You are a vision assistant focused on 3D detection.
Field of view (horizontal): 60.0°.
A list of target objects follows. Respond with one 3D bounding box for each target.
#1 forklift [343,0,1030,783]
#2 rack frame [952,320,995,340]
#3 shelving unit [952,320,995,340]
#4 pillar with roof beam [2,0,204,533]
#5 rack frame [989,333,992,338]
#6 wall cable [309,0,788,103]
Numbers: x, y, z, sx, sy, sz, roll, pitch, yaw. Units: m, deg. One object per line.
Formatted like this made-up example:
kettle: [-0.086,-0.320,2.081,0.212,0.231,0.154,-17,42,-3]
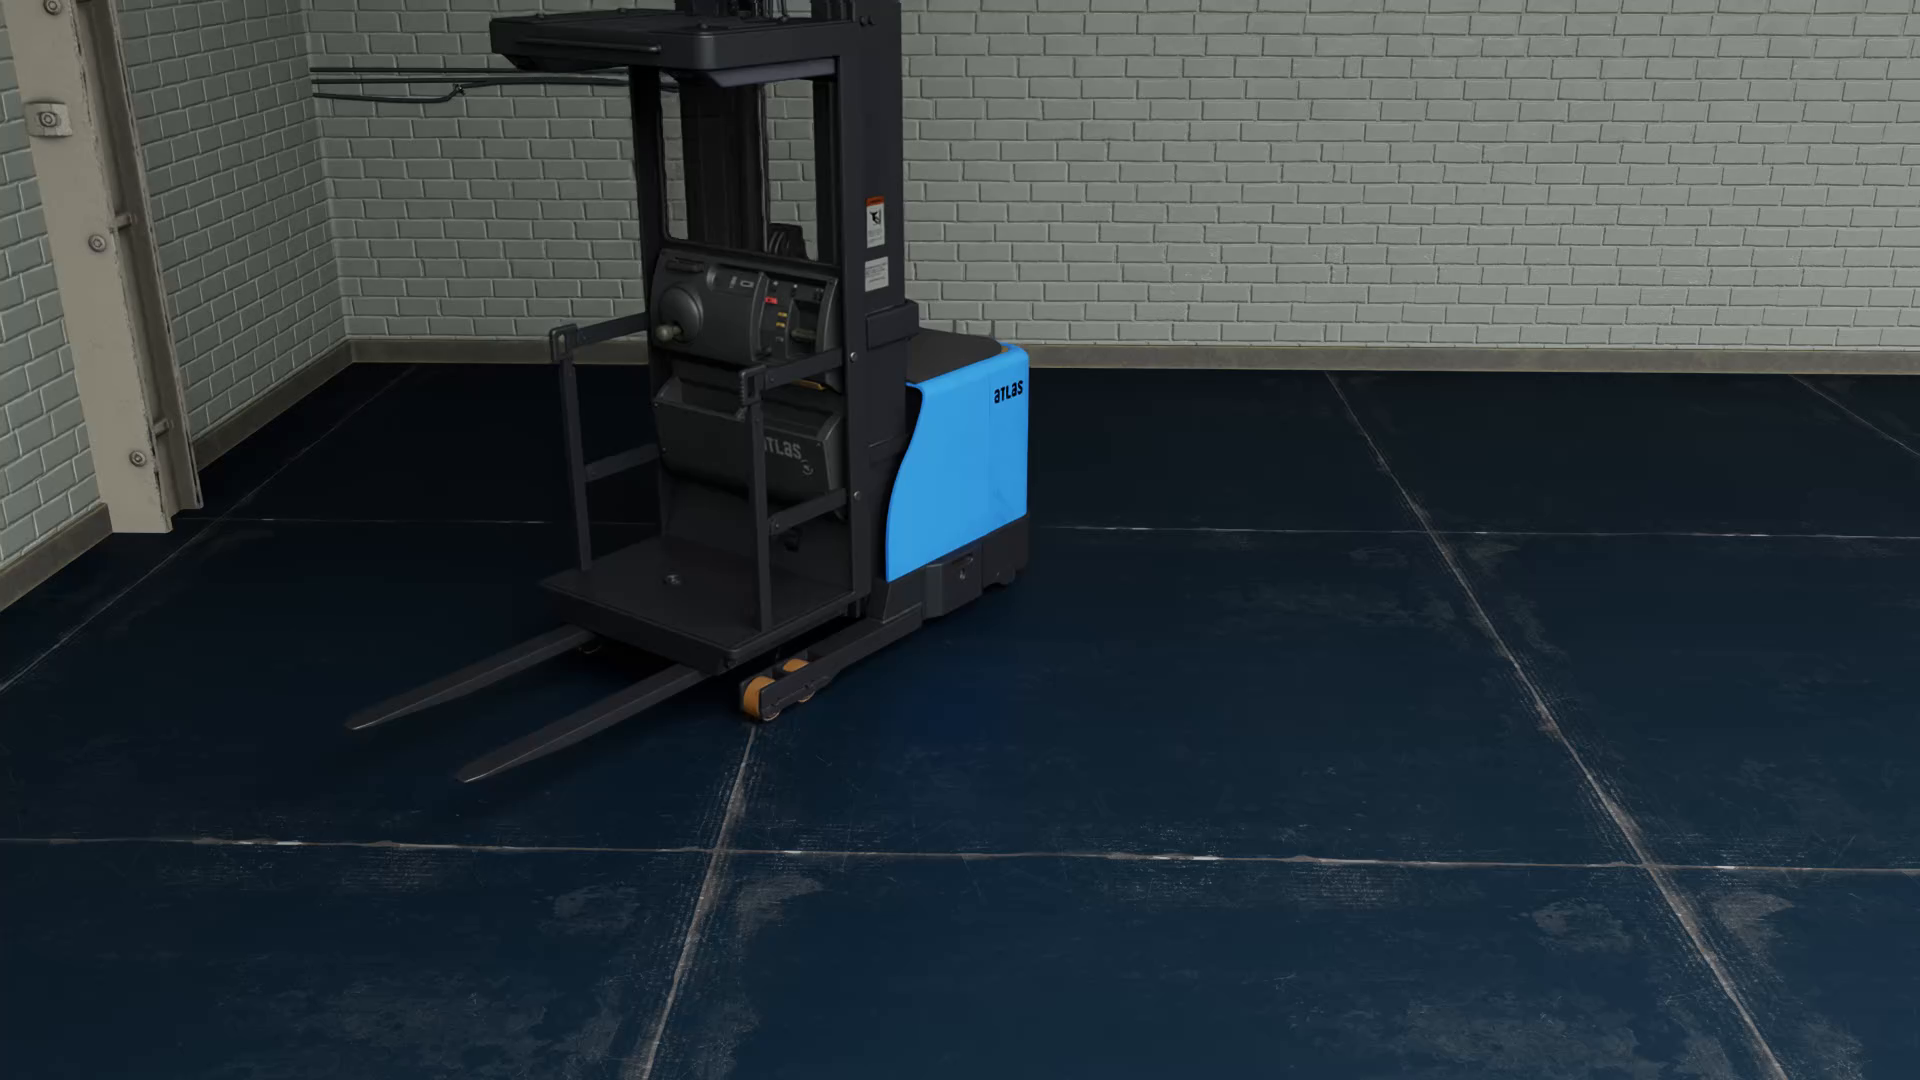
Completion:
forklift: [-0.968,-0.884,6.256,1.130,2.935,3.031,15,26,34]
rack frame: [0.065,-0.538,7.964,0.200,1.050,0.008,2,21,4]
shelving unit: [0.056,-0.494,7.850,0.215,1.050,0.252,2,21,4]
pillar with roof beam: [0.287,-4.256,6.558,9.100,9.000,0.400,1,21,2]
rack frame: [0.047,-0.450,7.737,0.200,1.050,0.008,2,21,4]
wall cable: [-2.605,-3.906,9.949,3.097,2.526,0.112,1,21,2]
